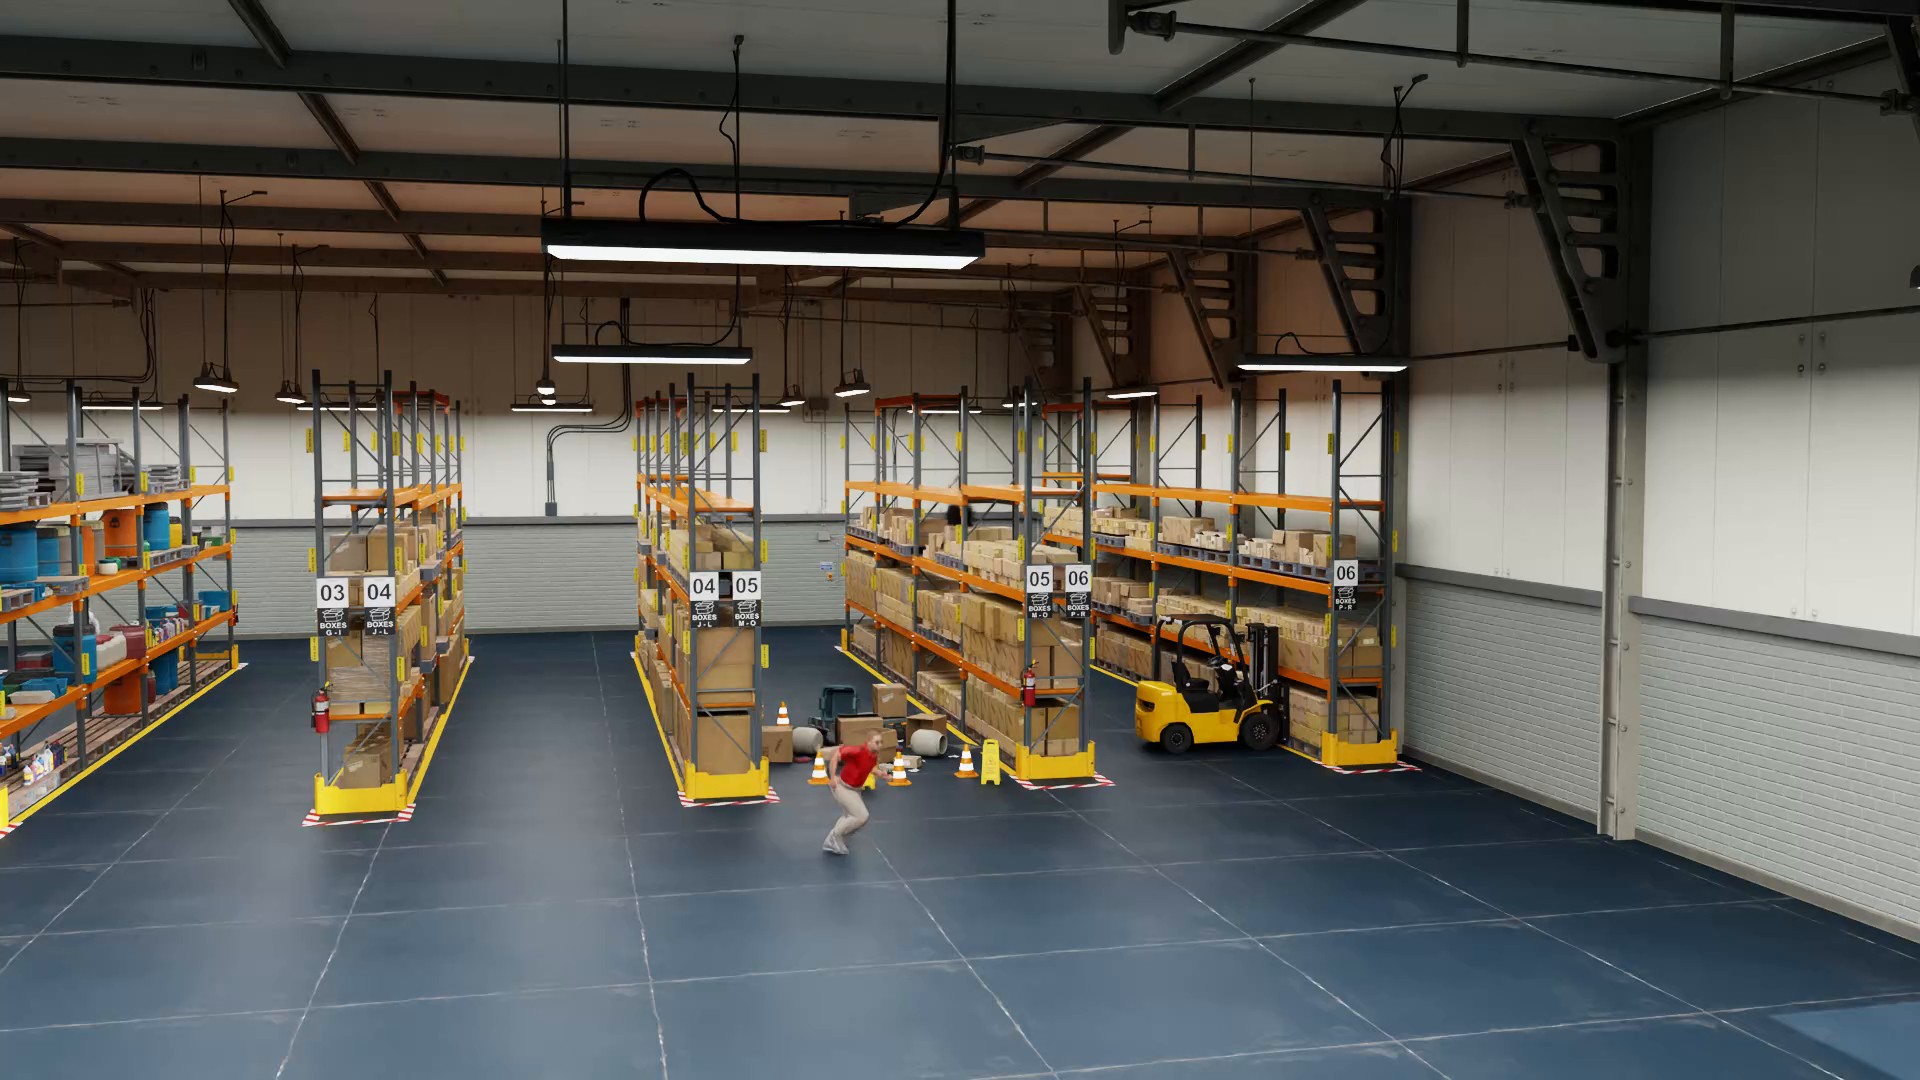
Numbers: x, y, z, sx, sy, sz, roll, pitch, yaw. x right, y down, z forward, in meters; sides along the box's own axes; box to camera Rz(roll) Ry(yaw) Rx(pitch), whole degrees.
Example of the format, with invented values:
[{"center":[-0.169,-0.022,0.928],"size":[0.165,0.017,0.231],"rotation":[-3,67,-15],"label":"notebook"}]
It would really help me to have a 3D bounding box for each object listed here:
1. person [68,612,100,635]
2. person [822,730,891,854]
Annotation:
[{"center":[-19.197,2.112,36.443],"size":[0.654,1.590,0.733],"rotation":[-2,4,-27],"label":"person"},{"center":[-1.287,3.059,20.085],"size":[0.934,1.551,0.698],"rotation":[2,4,26],"label":"person"}]
